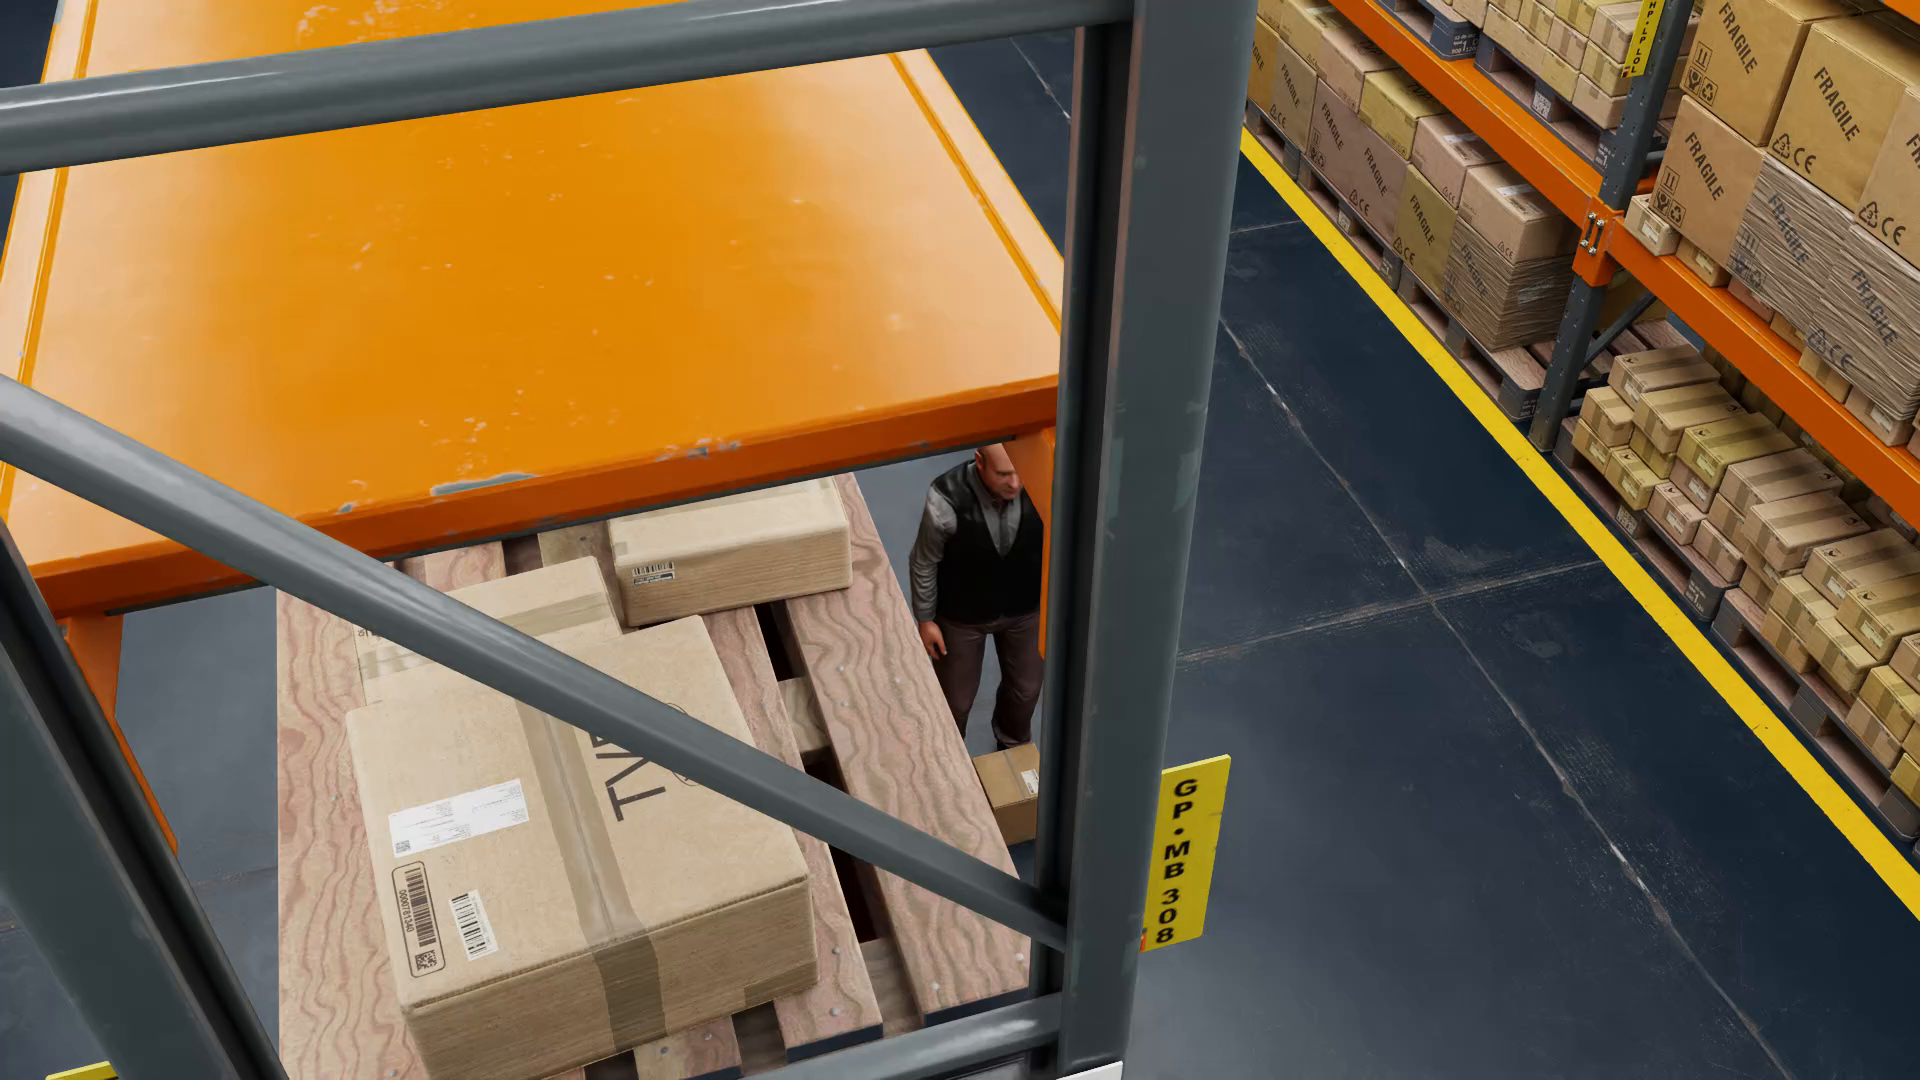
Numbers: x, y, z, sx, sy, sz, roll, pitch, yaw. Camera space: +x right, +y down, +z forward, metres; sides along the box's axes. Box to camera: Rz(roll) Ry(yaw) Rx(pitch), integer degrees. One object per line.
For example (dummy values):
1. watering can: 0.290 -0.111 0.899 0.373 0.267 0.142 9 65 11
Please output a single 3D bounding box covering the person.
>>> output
1. person: 0.105 0.233 5.918 0.581 1.721 0.418 -11 43 -12
